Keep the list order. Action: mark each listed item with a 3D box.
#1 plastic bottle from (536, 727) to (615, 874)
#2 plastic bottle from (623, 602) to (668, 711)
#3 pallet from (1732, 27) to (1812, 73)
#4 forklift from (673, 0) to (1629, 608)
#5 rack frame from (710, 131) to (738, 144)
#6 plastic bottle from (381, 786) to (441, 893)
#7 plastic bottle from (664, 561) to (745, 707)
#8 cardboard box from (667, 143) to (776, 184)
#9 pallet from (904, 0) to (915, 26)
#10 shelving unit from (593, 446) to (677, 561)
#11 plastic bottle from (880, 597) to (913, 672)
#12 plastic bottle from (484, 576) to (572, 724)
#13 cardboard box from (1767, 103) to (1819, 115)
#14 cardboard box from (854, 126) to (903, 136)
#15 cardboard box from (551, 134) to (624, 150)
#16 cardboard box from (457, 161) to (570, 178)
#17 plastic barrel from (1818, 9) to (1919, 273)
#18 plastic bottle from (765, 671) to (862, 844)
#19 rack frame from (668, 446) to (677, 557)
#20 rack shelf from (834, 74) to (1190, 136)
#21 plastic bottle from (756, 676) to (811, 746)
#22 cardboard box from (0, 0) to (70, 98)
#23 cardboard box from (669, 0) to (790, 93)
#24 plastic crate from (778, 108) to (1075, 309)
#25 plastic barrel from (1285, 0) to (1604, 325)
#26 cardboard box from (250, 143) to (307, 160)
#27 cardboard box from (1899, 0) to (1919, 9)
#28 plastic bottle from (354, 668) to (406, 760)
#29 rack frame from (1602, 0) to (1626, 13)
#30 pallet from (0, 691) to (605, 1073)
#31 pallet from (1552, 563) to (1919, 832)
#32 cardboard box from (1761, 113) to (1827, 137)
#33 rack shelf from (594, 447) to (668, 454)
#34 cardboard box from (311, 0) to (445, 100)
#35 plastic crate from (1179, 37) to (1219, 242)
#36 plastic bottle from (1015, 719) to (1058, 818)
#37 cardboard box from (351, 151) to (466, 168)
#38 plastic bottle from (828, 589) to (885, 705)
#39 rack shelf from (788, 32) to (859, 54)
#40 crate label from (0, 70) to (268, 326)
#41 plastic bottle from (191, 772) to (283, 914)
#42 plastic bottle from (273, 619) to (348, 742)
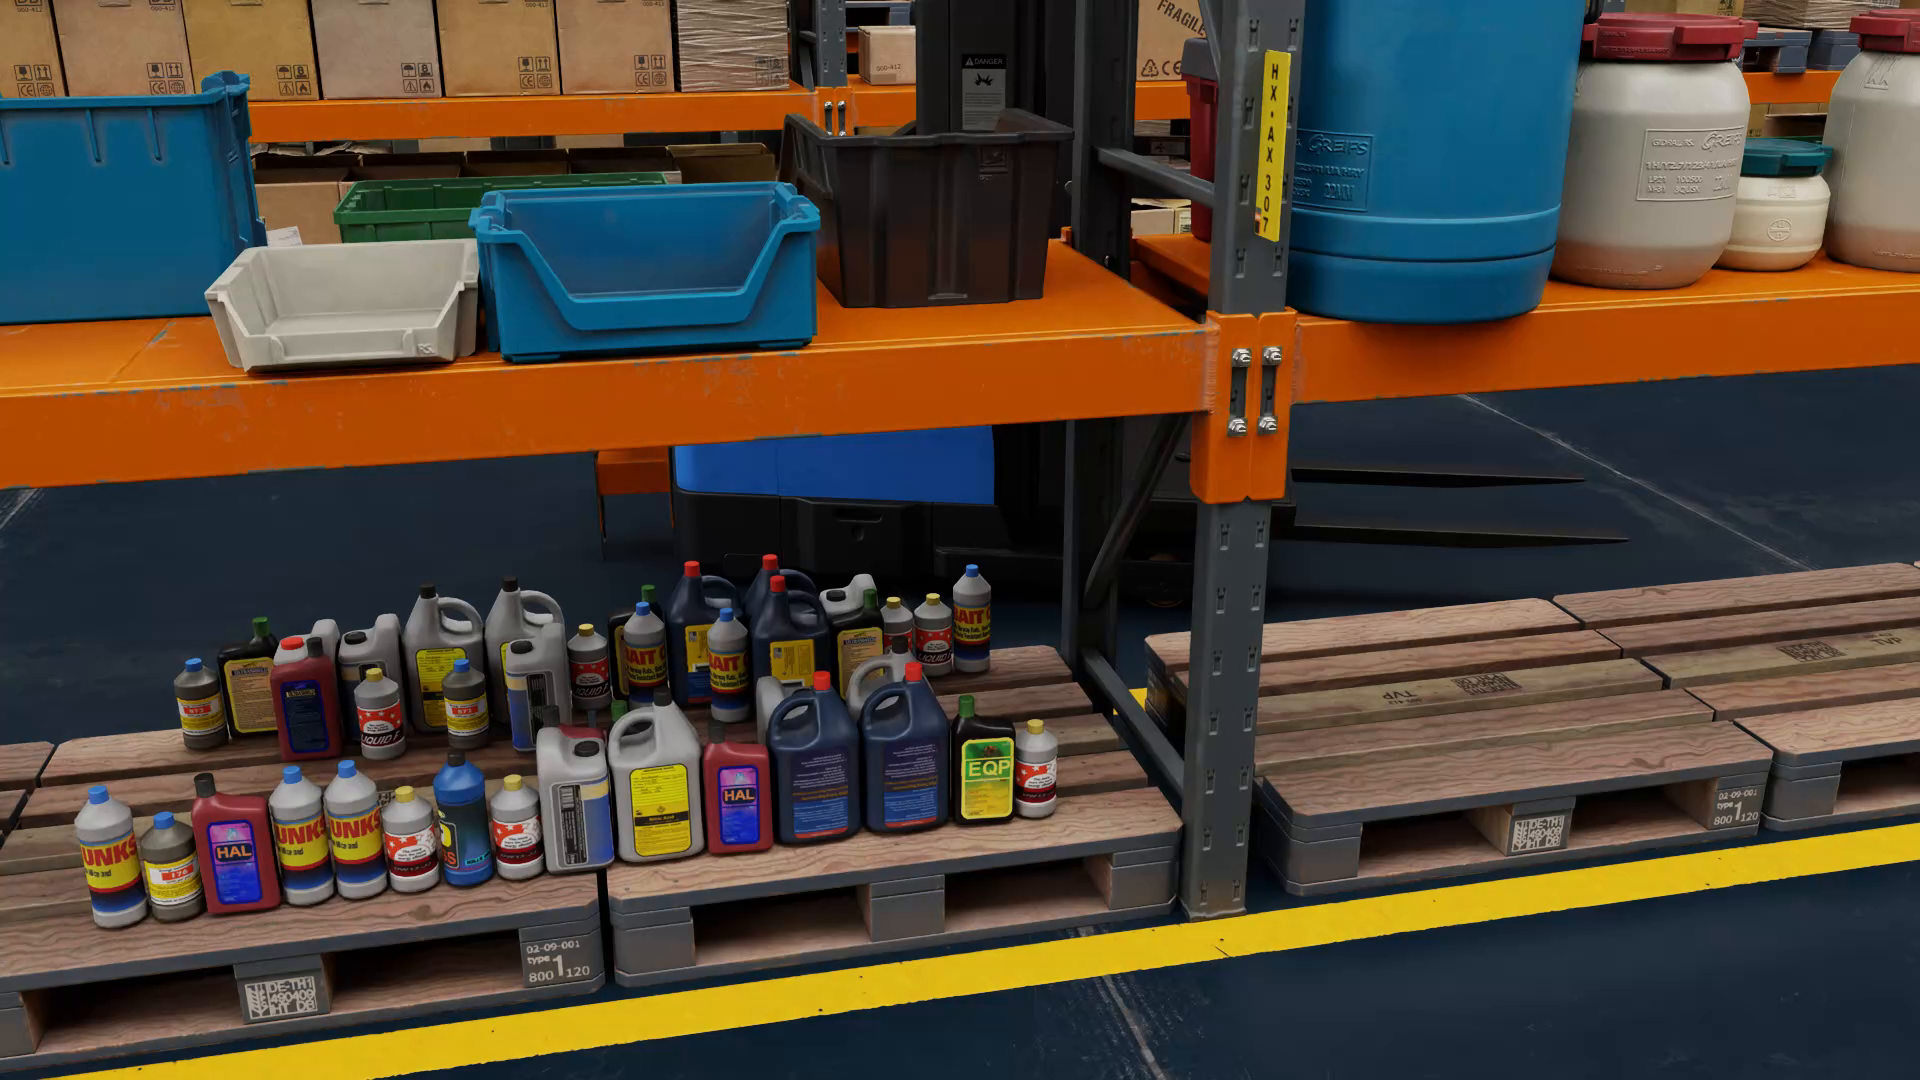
[{"bbox_3d":[-0.779,0.514,3.371,0.135,0.276,0.152,-4,21,-11],"label":"plastic bottle"},{"bbox_3d":[-0.758,0.281,4.015,0.097,0.271,0.097,0,20,0],"label":"plastic bottle"},{"bbox_3d":[3.842,-2.720,9.158,1.003,0.211,1.213,-5,21,-12],"label":"pallet"},{"bbox_3d":[0.622,-1.348,5.235,3.031,2.935,1.130,3,20,7],"label":"forklift"},{"bbox_3d":[-1.838,-4.074,12.576,0.127,3.000,1.000,-5,21,-12],"label":"rack frame"},{"bbox_3d":[-1.088,0.584,3.289,0.097,0.201,0.097,0,20,0],"label":"plastic bottle"},{"bbox_3d":[-0.623,0.219,4.067,0.185,0.351,0.144,-6,21,-15],"label":"plastic bottle"},{"bbox_3d":[-1.218,-1.743,8.508,0.500,0.500,0.500,-5,21,-12],"label":"cardboard box"},{"bbox_3d":[0.138,-4.130,13.008,1.213,0.211,1.003,-5,21,-12],"label":"pallet"},{"bbox_3d":[-1.099,-0.459,5.529,0.252,1.050,0.215,-3,23,-8],"label":"shelving unit"},{"bbox_3d":[-0.167,0.244,4.217,0.097,0.201,0.097,0,20,0],"label":"plastic bottle"},{"bbox_3d":[-1.037,0.253,3.975,0.185,0.351,0.144,-5,21,-13],"label":"plastic bottle"},{"bbox_3d":[7.188,-3.794,14.836,0.500,0.500,0.700,-5,21,-13],"label":"cardboard box"},{"bbox_3d":[-0.634,-3.229,13.262,0.500,0.500,0.700,-5,21,-14],"label":"cardboard box"},{"bbox_3d":[-2.839,-3.012,12.670,0.500,0.500,0.500,-6,21,-17],"label":"cardboard box"},{"bbox_3d":[-2.071,-1.488,7.813,0.500,0.500,0.500,-5,21,-12],"label":"cardboard box"},{"bbox_3d":[2.137,-0.882,3.665,0.433,0.535,0.433,0,20,0],"label":"plastic barrel"},{"bbox_3d":[-0.306,0.442,3.459,0.185,0.351,0.144,-6,21,-15],"label":"plastic bottle"},{"bbox_3d":[-0.978,-0.465,5.546,0.008,1.050,0.200,-3,23,-8],"label":"rack frame"},{"bbox_3d":[1.252,-2.237,8.606,4.000,0.370,1.077,-5,21,-12],"label":"rack shelf"},{"bbox_3d":[-0.364,0.429,3.602,0.135,0.276,0.152,-5,21,-12],"label":"plastic bottle"},{"bbox_3d":[-4.130,-2.179,7.258,0.500,0.500,0.700,-5,21,-12],"label":"cardboard box"},{"bbox_3d":[-1.125,-2.426,7.931,0.500,0.500,0.700,-5,21,-14],"label":"cardboard box"},{"bbox_3d":[-0.097,-0.730,3.537,0.504,0.338,0.767,-5,21,-12],"label":"plastic crate"},{"bbox_3d":[0.887,-0.923,3.244,0.708,0.901,0.600,-5,21,-12],"label":"plastic barrel"},{"bbox_3d":[-5.037,-2.726,12.166,0.500,0.311,0.500,-7,21,-19],"label":"cardboard box"},{"bbox_3d":[5.386,-3.133,9.251,0.500,0.500,0.700,-10,23,-26],"label":"cardboard box"},{"bbox_3d":[-1.331,0.392,3.811,0.097,0.201,0.097,0,20,0],"label":"plastic bottle"},{"bbox_3d":[3.198,-2.733,8.915,0.127,3.000,1.000,-5,21,-12],"label":"rack frame"},{"bbox_3d":[-1.411,0.688,3.629,1.213,0.211,1.003,-5,21,-12],"label":"pallet"},{"bbox_3d":[2.387,0.378,4.475,1.213,0.211,1.003,-5,21,-12],"label":"pallet"},{"bbox_3d":[5.103,-2.359,9.797,0.500,0.250,0.500,-5,21,-14],"label":"cardboard box"},{"bbox_3d":[-1.099,-0.449,5.533,0.240,0.259,0.215,-3,23,-8],"label":"rack shelf"},{"bbox_3d":[-2.624,-2.303,7.595,0.500,0.500,0.700,-4,21,-11],"label":"cardboard box"},{"bbox_3d":[0.842,-0.929,3.896,0.583,0.464,0.402,-5,21,-12],"label":"plastic crate"},{"bbox_3d":[0.160,0.482,3.566,0.097,0.201,0.097,0,20,0],"label":"plastic bottle"},{"bbox_3d":[-2.677,-1.623,8.182,0.500,0.500,0.500,-5,21,-12],"label":"cardboard box"},{"bbox_3d":[-0.253,0.260,4.054,0.133,0.283,0.061,-5,21,-12],"label":"plastic bottle"},{"bbox_3d":[0.108,-3.895,13.132,4.000,0.370,1.077,-5,21,-12],"label":"rack shelf"},{"bbox_3d":[-1.722,-0.694,3.298,0.616,0.435,0.502,-5,21,-12],"label":"crate label"},{"bbox_3d":[-1.390,0.576,3.190,0.133,0.283,0.061,-4,21,-12],"label":"plastic bottle"},{"bbox_3d":[-1.513,0.328,3.879,0.135,0.276,0.152,-4,21,-12],"label":"plastic bottle"}]
